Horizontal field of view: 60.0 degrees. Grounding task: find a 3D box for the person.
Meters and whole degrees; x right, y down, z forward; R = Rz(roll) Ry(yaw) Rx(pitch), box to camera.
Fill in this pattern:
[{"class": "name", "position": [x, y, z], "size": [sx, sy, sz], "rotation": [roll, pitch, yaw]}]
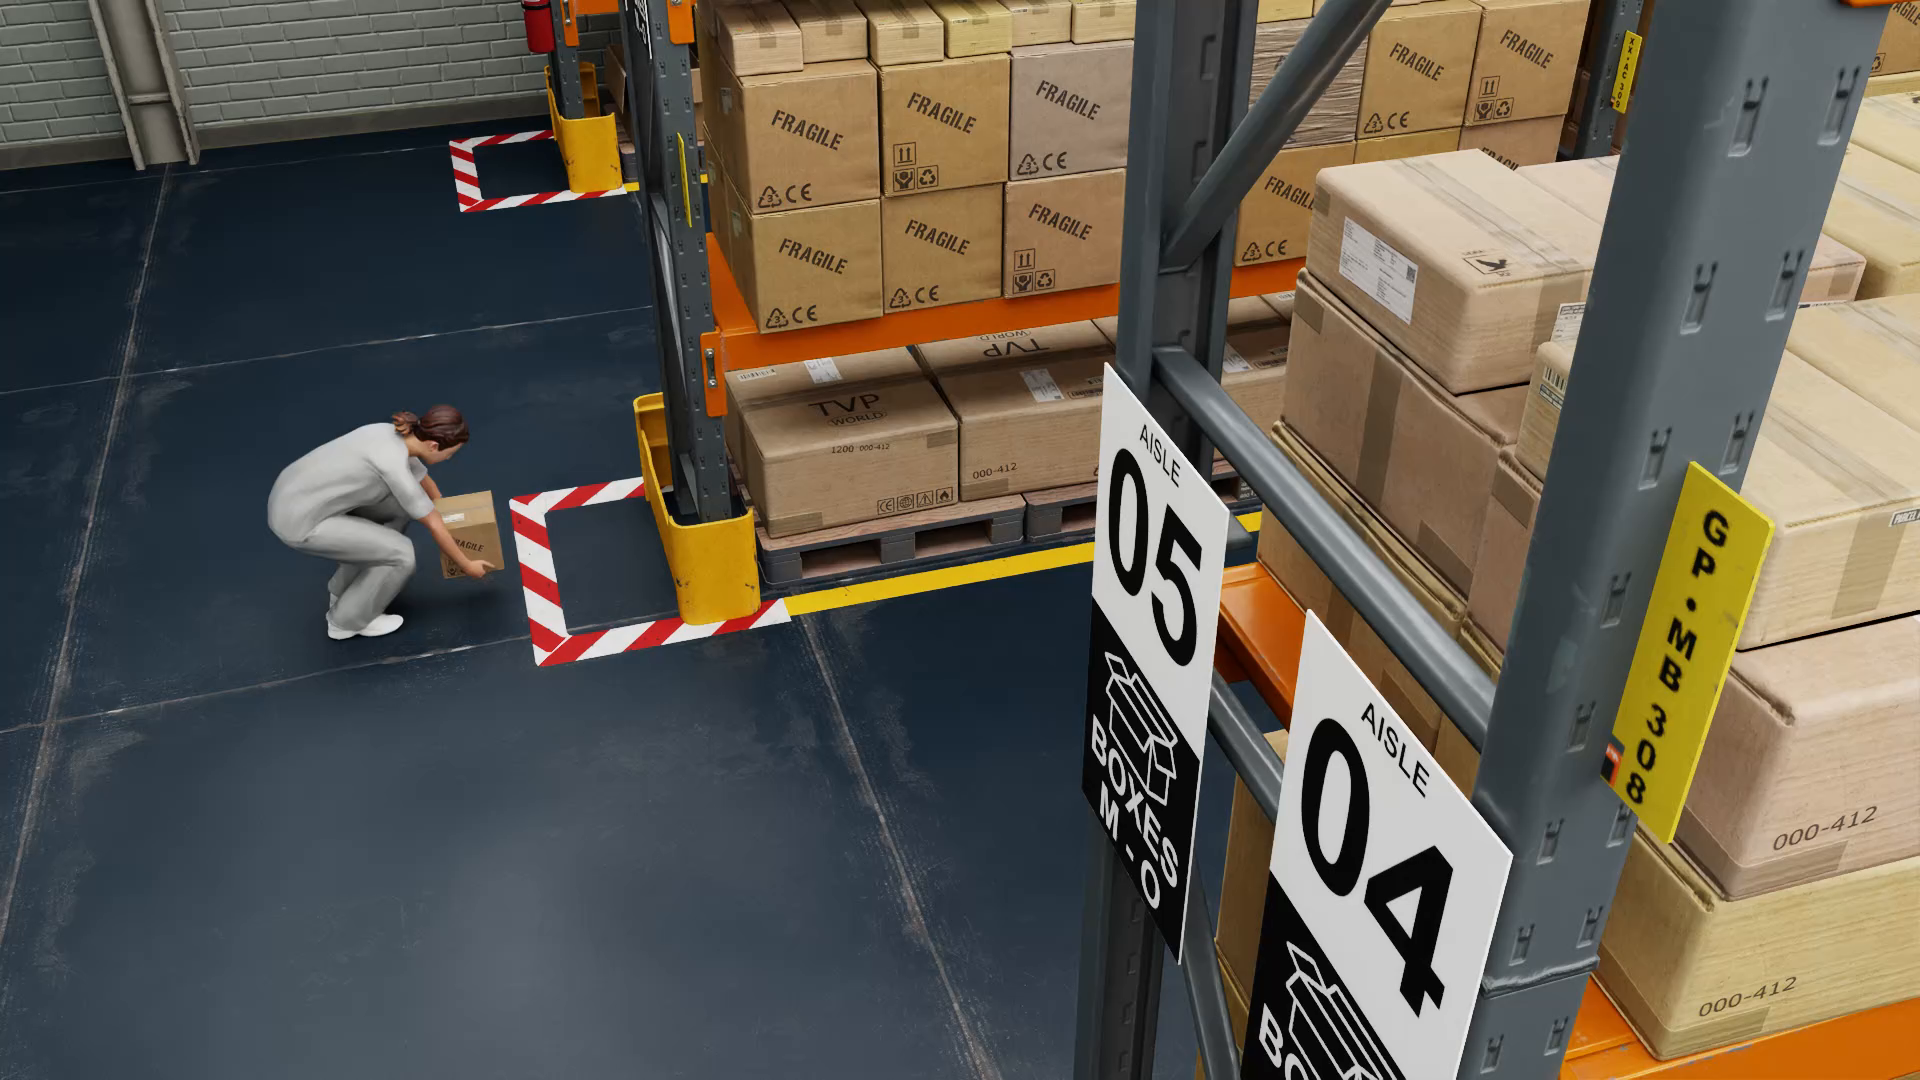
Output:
[{"class": "person", "position": [-2.416, -0.089, 6.937], "size": [0.843, 0.938, 0.469], "rotation": [-11, 36, -16]}]
